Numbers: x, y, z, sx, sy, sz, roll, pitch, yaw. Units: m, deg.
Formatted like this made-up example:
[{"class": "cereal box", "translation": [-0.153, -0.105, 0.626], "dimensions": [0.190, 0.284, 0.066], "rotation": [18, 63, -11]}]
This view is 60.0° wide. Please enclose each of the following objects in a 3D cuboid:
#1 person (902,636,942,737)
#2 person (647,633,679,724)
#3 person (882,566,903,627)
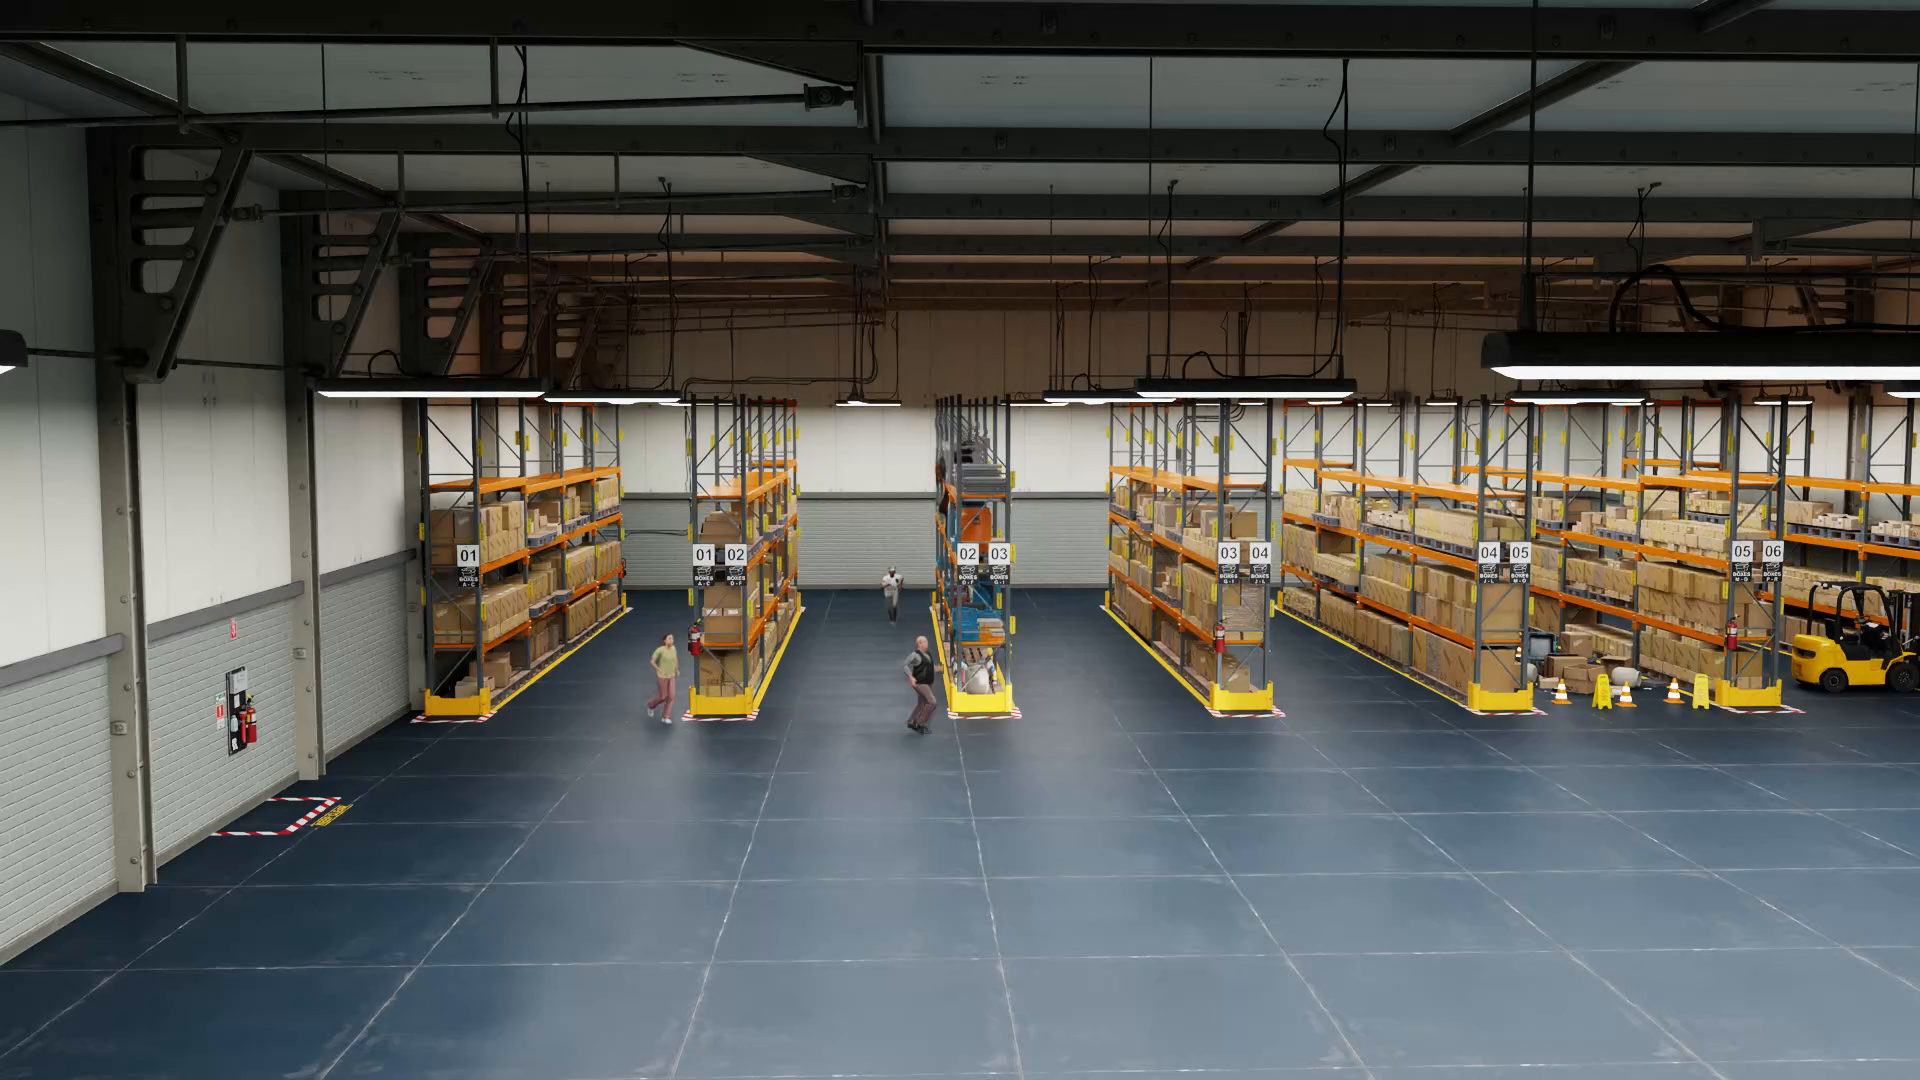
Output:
[{"class": "person", "translation": [-0.643, 2.563, 29.233], "dimensions": [0.727, 1.742, 0.631], "rotation": [2, 5, 25]}, {"class": "person", "translation": [-5.407, 2.508, 30.539], "dimensions": [0.745, 1.639, 0.618], "rotation": [4, 6, 43]}, {"class": "person", "translation": [-1.778, 1.463, 43.592], "dimensions": [0.539, 1.623, 0.868], "rotation": [0, 4, 0]}]
